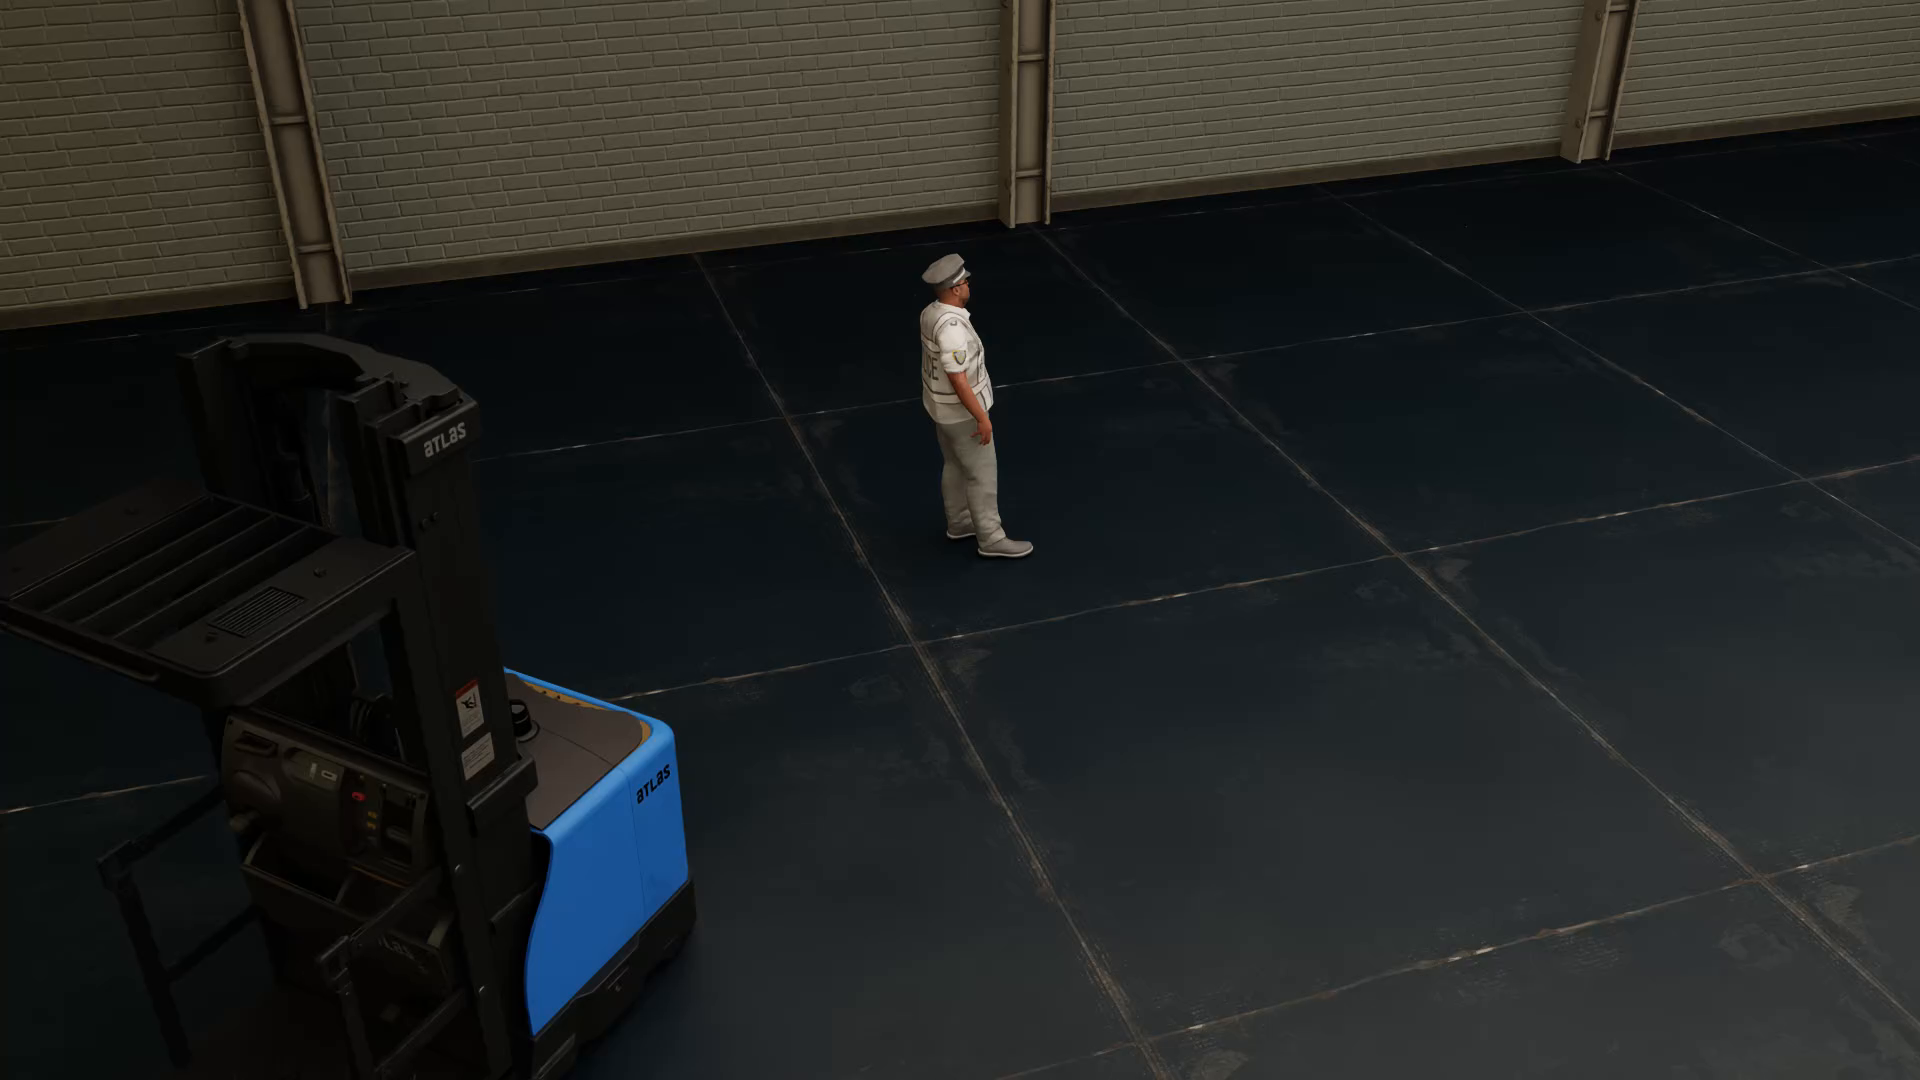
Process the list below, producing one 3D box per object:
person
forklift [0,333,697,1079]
[{"bbox_3d":[0.077,-0.784,9.590,0.575,1.778,0.640,-10,31,-16],"label":"person"},{"bbox_3d":[-2.251,0.931,5.469,1.130,2.935,3.031,15,33,24],"label":"forklift"}]
